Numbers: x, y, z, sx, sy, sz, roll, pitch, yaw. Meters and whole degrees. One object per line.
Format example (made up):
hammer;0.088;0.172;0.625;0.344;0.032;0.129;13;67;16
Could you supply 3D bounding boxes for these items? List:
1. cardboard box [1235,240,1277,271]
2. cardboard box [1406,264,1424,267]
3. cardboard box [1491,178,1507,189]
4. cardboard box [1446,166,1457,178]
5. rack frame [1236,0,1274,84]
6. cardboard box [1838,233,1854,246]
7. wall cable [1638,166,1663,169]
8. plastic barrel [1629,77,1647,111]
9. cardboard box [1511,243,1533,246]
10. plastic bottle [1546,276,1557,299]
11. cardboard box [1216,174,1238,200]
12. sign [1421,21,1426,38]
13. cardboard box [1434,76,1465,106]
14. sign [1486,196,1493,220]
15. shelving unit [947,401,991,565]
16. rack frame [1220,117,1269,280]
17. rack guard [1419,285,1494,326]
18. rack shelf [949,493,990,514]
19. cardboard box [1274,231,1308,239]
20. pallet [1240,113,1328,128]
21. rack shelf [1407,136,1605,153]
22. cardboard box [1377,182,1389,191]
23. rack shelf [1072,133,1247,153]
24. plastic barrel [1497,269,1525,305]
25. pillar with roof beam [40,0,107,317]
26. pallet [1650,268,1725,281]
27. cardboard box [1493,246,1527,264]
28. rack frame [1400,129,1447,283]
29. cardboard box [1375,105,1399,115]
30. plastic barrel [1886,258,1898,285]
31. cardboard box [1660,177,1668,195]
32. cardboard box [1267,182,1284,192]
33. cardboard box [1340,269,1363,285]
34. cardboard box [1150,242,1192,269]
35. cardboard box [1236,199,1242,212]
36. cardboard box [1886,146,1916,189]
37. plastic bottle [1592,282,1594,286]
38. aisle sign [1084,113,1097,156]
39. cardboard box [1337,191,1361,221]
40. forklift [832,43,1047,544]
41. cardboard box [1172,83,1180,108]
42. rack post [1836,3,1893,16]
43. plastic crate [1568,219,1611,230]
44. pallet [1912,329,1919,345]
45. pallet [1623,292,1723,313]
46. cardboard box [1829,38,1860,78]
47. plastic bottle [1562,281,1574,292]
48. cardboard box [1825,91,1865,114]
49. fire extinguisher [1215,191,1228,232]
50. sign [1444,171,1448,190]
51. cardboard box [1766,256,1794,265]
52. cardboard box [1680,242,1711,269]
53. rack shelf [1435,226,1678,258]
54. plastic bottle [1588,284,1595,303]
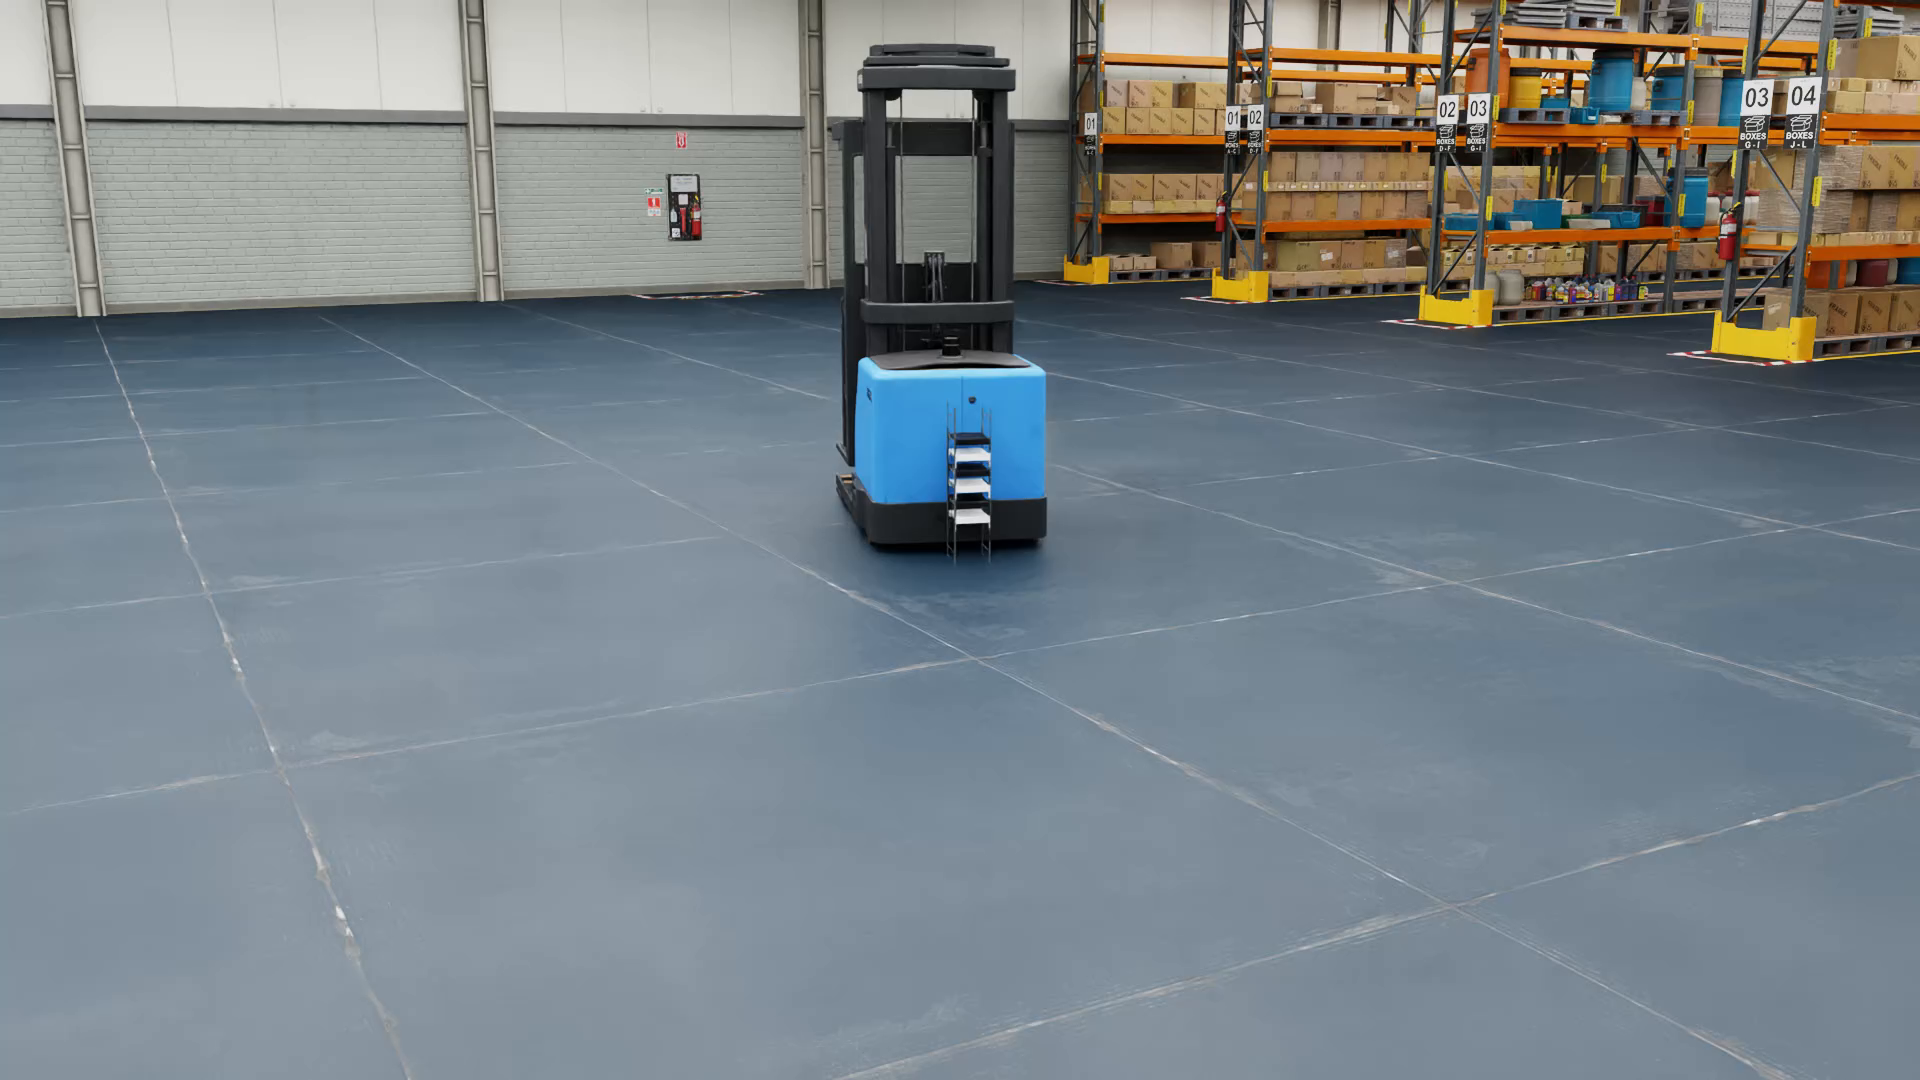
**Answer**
cardboard box;5.112;-4.917;28.725;0.500;0.500;0.500;-7;14;-28
cardboard box;8.520;-4.958;30.614;0.500;0.250;0.500;-7;14;-28
cardboard box;11.768;-7.791;36.944;0.500;0.500;0.500;-7;14;-28
cardboard box;10.423;-7.994;36.141;0.500;0.250;0.500;-7;14;-29
rack frame;5.918;-9.876;33.497;0.127;3.000;1.000;-7;14;-28
cardboard box;10.347;-3.572;19.722;0.250;0.149;0.380;-7;14;-28
wall cable;17.122;-9.024;41.062;1.851;1.984;0.084;-7;14;-28
plastic barrel;10.193;-6.755;25.252;0.421;0.512;0.421;0;13;0
cardboard box;10.749;-5.497;31.734;0.500;0.311;0.500;-7;15;-29
plastic bottle;9.056;-3.873;25.519;0.185;0.351;0.144;-6;14;-26
cardboard box;5.216;-7.089;33.364;0.500;0.500;0.500;-7;14;-28
sign;9.698;-10.688;34.796;0.005;0.325;0.100;-7;14;-28
cardboard box;8.855;-8.013;29.729;0.500;0.500;0.500;-7;14;-27
sign;7.414;-4.648;23.299;0.005;0.325;0.100;-7;14;-28
shelving unit;0.050;-0.329;9.520;0.210;0.900;0.258;-2;13;-11
rack frame;4.784;-5.574;28.046;0.127;3.000;1.000;-7;14;-28
rack guard;7.198;-3.417;24.153;0.348;0.500;1.175;-7;14;-28
rack shelf;0.050;-0.208;9.547;0.200;0.077;0.258;-2;13;-11
cardboard box;6.941;-6.438;34.867;0.500;0.250;0.500;-7;15;-29
pallet;5.417;-7.064;28.035;1.213;0.211;1.003;-7;14;-28
rack shelf;10.051;-7.318;30.600;4.000;0.370;1.077;-7;14;-28
cardboard box;7.265;-6.184;29.049;0.250;0.149;0.380;-7;14;-28
rack shelf;4.163;-7.851;32.971;4.000;0.370;1.077;-7;14;-28
plastic barrel;8.135;-3.747;24.637;0.421;0.512;0.421;0;13;0
pillar with roof beam;-11.129;-6.972;20.595;0.400;9.000;9.100;-7;14;-28
pallet;14.621;-5.383;33.549;1.213;0.211;1.003;-7;14;-28
cardboard box;10.126;-5.289;30.810;0.500;0.311;0.500;-6;14;-26
rack frame;8.295;-5.995;29.916;0.127;3.000;1.000;-7;14;-28
cardboard box;7.367;-7.429;28.755;0.250;0.149;0.380;-7;14;-28
plastic barrel;16.041;-4.702;28.881;0.421;0.512;0.421;0;13;0
cardboard box;13.796;-6.893;32.720;0.500;0.500;0.700;-12;17;-42
cardboard box;5.232;-5.939;27.963;0.250;0.149;0.380;-7;14;-28
cardboard box;6.679;-4.609;29.062;0.500;0.250;0.500;-7;14;-28
cardboard box;4.226;-5.707;33.325;0.500;0.500;0.700;-8;15;-31
cardboard box;5.648;-6.778;33.689;0.500;0.250;0.500;-7;14;-28
cardboard box;11.021;-4.456;19.894;0.500;0.500;0.500;-7;14;-28
plastic bottle;9.590;-3.756;25.152;0.133;0.283;0.061;-7;14;-28
aisle sign;2.488;-7.731;31.710;0.004;0.787;0.394;-7;14;-28
cardboard box;6.558;-5.833;28.968;0.500;0.500;0.700;-6;14;-26
forklift;-0.242;-1.678;10.890;1.130;2.935;3.031;-2;13;-10
cardboard box;4.023;-8.793;32.964;0.500;0.500;0.500;-7;14;-28
rack post;14.813;-8.740;27.275;0.986;0.289;0.624;-7;14;-28
plastic crate;9.361;-4.692;24.725;0.437;0.136;0.530;-7;14;-28
pallet;12.466;-2.648;21.393;1.213;0.211;1.003;-7;14;-28
pallet;11.336;-3.770;26.379;1.213;0.211;1.003;-7;14;-28
cardboard box;10.767;-5.778;20.075;0.500;0.500;0.500;-7;14;-28
plastic bottle;9.312;-3.830;25.499;0.135;0.276;0.152;-7;14;-28
cardboard box;10.074;-5.056;19.252;0.500;0.250;0.500;-6;14;-26
fire extinguisher;4.458;-5.614;28.397;0.183;0.674;0.296;-7;14;-28
sign;8.562;-6.349;29.338;0.005;0.325;0.100;-7;14;-28
cardboard box;16.964;-6.032;34.764;0.637;0.503;0.797;-7;14;-28
cardboard box;14.583;-5.674;33.182;0.500;0.500;0.500;-7;14;-28
rack shelf;8.910;-4.479;24.816;4.000;0.370;1.077;-7;14;-28
plastic bottle;9.462;-3.701;24.936;0.097;0.271;0.097;0;13;0
